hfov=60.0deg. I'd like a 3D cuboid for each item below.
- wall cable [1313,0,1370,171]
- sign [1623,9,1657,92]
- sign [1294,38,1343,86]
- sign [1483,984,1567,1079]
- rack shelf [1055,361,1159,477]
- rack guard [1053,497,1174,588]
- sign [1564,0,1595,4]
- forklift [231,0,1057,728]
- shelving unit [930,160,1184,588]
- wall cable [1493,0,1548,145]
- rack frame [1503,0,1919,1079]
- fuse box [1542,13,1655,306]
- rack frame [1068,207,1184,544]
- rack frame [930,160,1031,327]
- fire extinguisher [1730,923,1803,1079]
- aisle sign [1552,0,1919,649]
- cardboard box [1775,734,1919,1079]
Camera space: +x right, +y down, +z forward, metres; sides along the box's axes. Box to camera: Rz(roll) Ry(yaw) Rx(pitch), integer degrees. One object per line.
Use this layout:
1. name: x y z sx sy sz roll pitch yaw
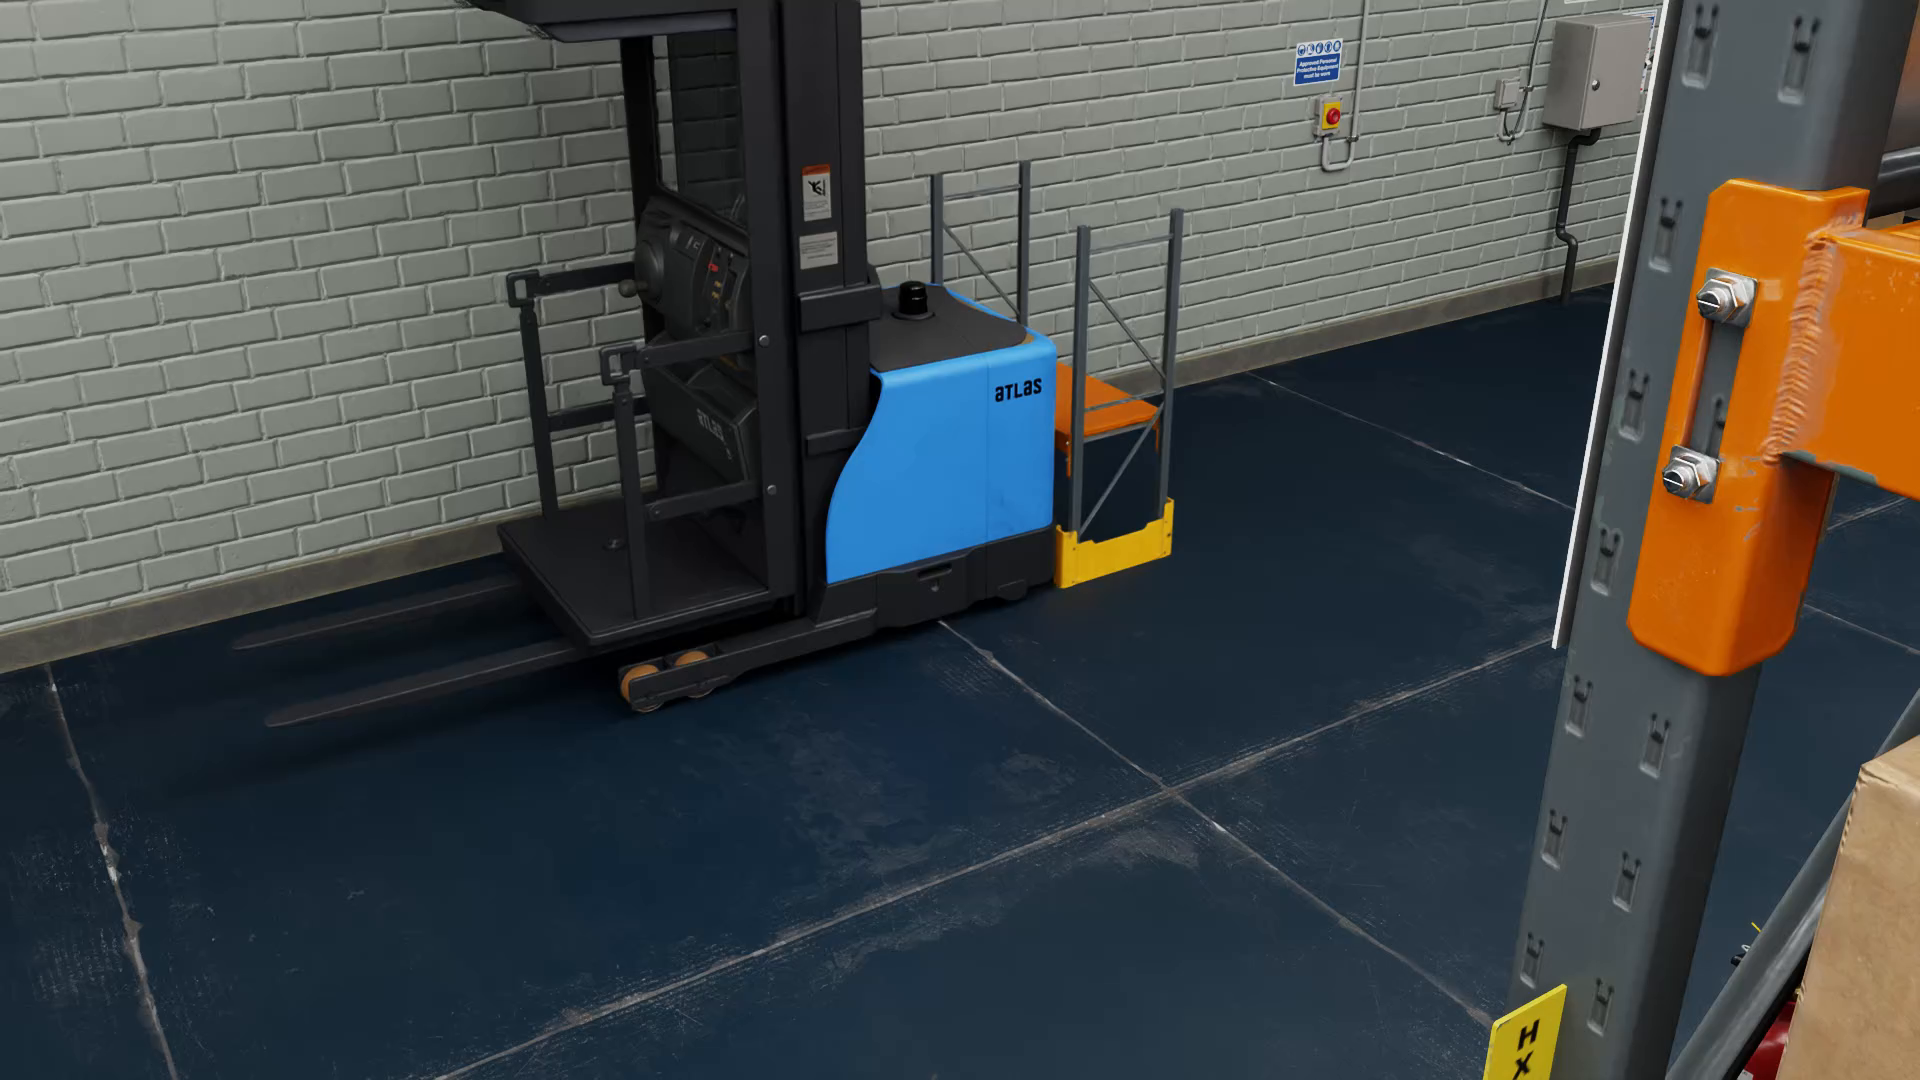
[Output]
1. wall cable: 1.957 -2.853 8.552 0.585 1.953 0.123 -16 29 -30
2. sign: 4.097 -2.963 10.123 0.329 0.494 0.001 -16 29 -30
3. sign: 1.883 -2.512 8.741 0.327 0.218 0.001 -16 29 -30
4. sign: 0.508 0.557 1.542 0.100 0.325 0.005 -16 29 -30
5. rack shelf: 0.373 -0.572 7.127 0.538 0.185 1.000 -16 30 -30
6. rack guard: 0.643 0.004 6.949 0.587 0.250 0.087 -16 30 -30
7. sign: 3.637 -3.251 9.656 0.339 0.242 0.001 -16 29 -30
8. forklift: -1.141 -0.967 5.866 3.031 2.935 1.130 -14 29 -28
9. shelving unit: 0.368 -0.738 7.057 0.587 1.500 1.083 -16 30 -30
10. wall cable: 3.139 -3.173 9.268 0.588 1.984 0.122 -16 29 -30
11. rack frame: 0.960 0.823 1.993 0.949 2.616 0.053 -16 29 -30
12. fuse box: 3.797 -2.234 9.977 0.539 1.711 0.414 -16 29 -30
13. rack frame: 0.654 -0.554 6.667 0.500 1.500 0.032 -16 30 -30
14. rack frame: 0.091 -0.916 7.433 0.500 1.500 0.032 -16 30 -30
15. fire extinguisher: 1.212 0.828 2.510 0.296 0.674 0.183 -16 29 -30
16. aisle sign: 0.671 -0.310 1.347 0.394 0.787 0.004 -16 29 -30
17. cardboard box: 0.985 0.413 1.225 0.500 0.500 0.500 -16 29 -30
